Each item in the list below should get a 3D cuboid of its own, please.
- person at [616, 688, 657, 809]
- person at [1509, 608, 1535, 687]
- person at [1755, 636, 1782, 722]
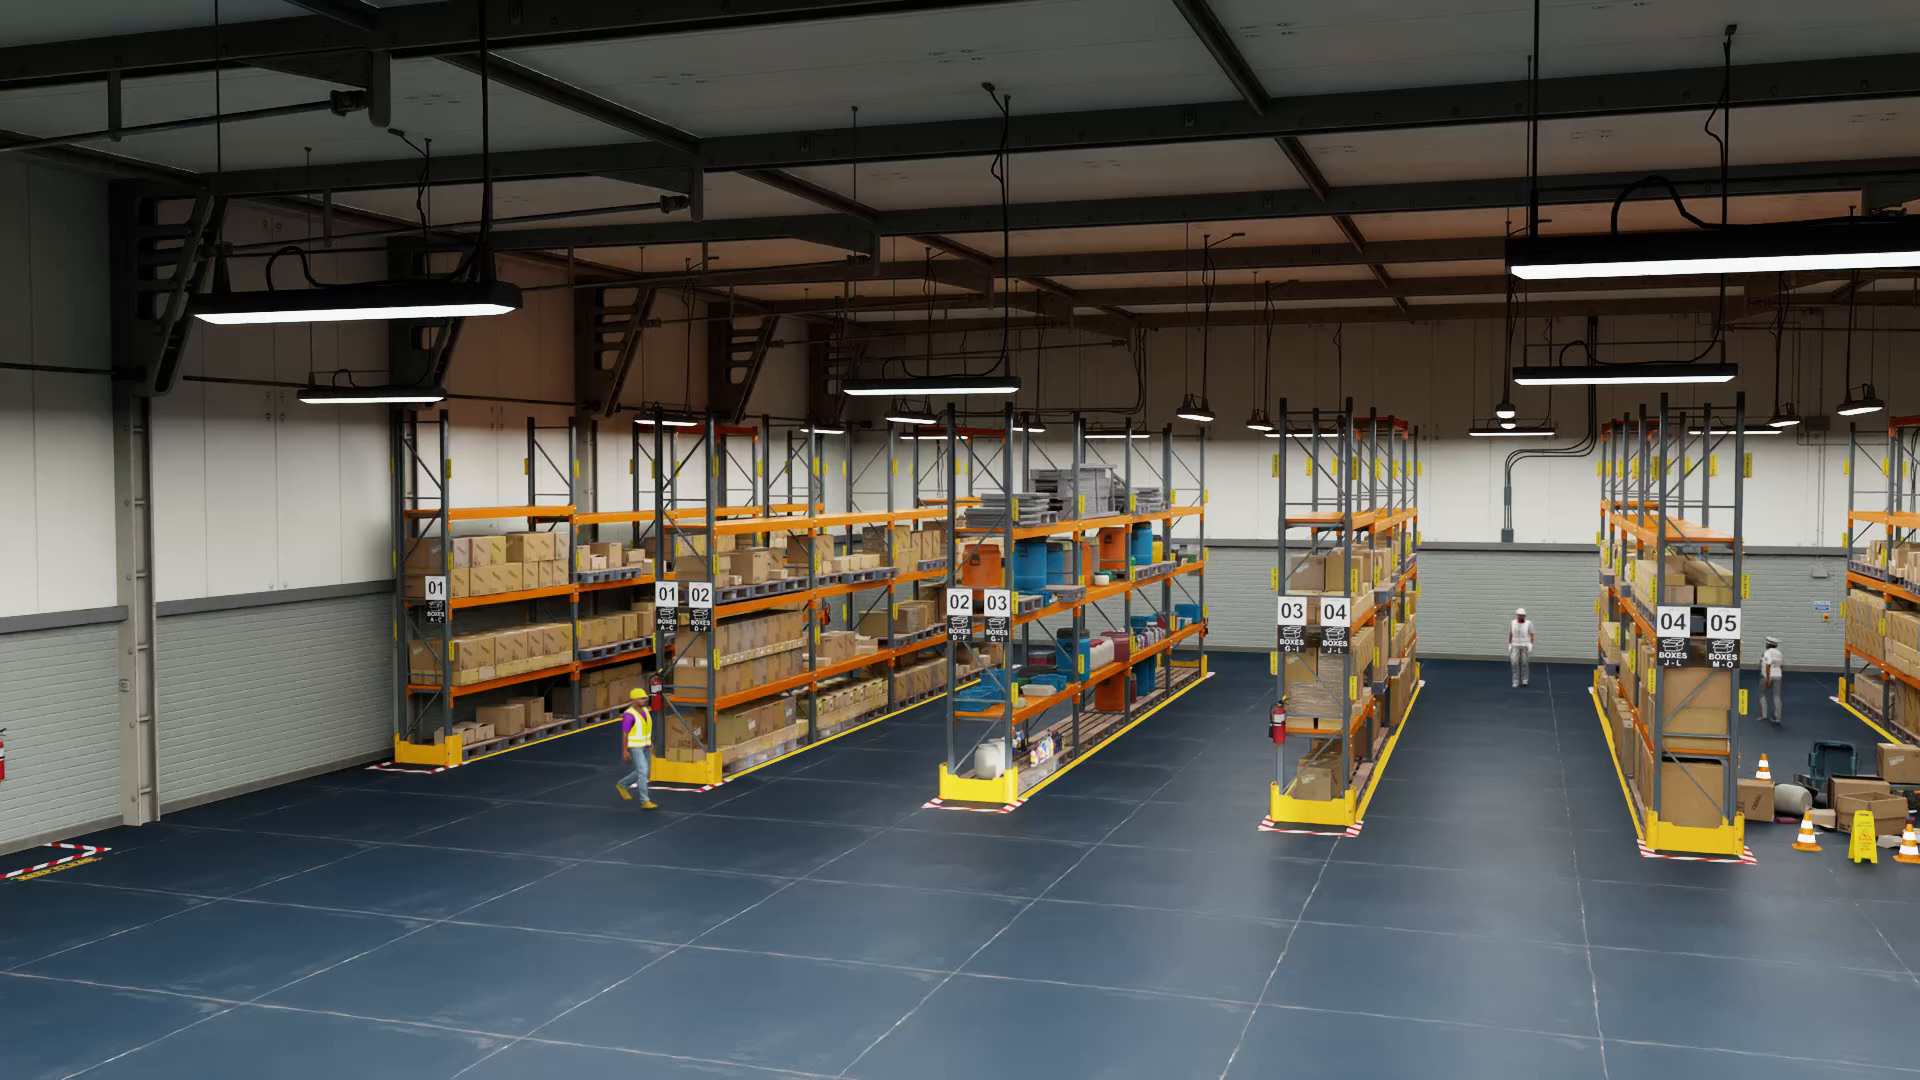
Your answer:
[{"bbox_3d":[-4.773,3.068,24.638,0.864,1.748,0.645,1,3,25],"label":"person"},{"bbox_3d":[12.928,2.489,38.308,0.591,1.838,0.525,1,3,28],"label":"person"},{"bbox_3d":[16.054,2.779,32.853,0.456,1.725,0.556,0,2,0],"label":"person"}]
